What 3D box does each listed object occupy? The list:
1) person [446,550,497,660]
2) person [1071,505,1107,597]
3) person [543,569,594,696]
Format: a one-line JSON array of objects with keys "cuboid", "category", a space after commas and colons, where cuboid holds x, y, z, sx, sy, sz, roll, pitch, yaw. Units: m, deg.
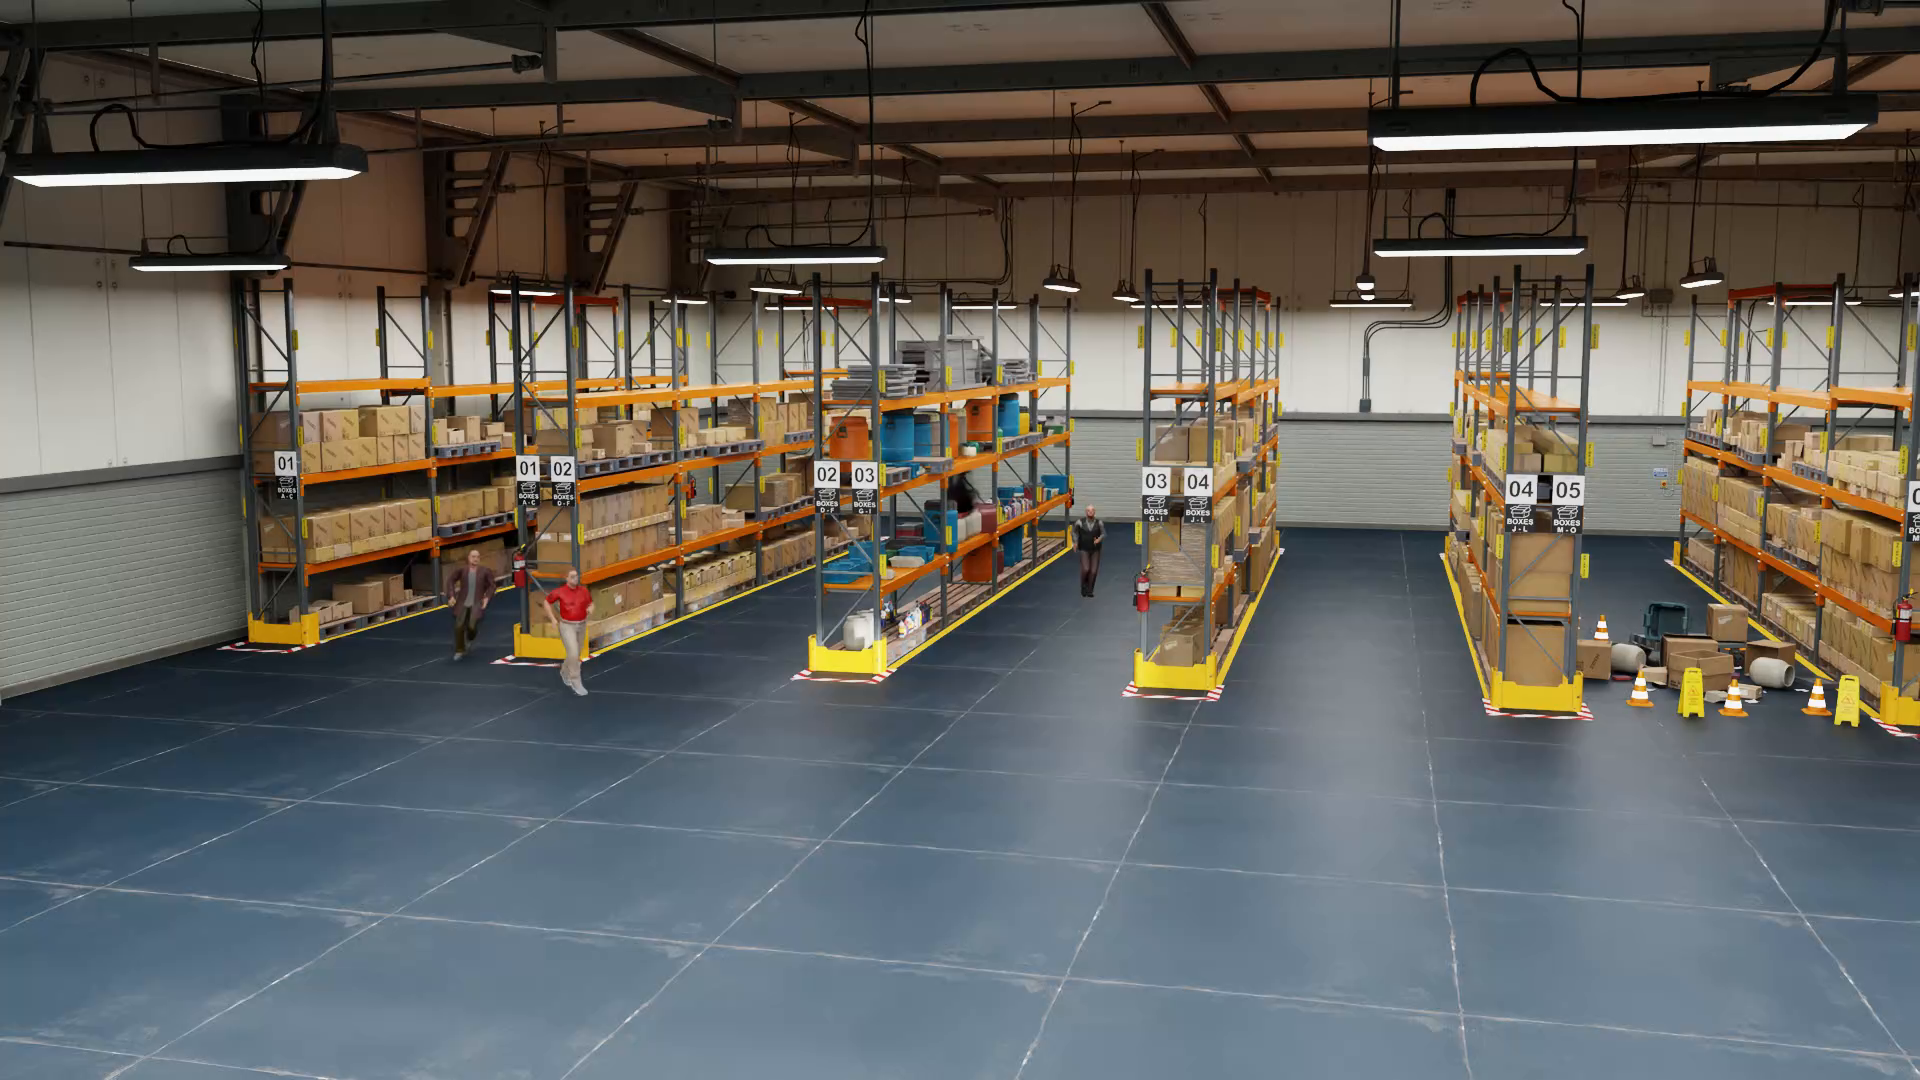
[{"cuboid": [-7.737, 1.022, 26.357, 0.763, 1.719, 0.612, -1, 7, -8], "category": "person"}, {"cuboid": [2.374, 0.221, 30.486, 0.644, 1.704, 0.592, 0, 7, -3], "category": "person"}, {"cuboid": [-5.530, 1.286, 23.775, 0.887, 1.758, 0.654, 7, 9, 44], "category": "person"}]
